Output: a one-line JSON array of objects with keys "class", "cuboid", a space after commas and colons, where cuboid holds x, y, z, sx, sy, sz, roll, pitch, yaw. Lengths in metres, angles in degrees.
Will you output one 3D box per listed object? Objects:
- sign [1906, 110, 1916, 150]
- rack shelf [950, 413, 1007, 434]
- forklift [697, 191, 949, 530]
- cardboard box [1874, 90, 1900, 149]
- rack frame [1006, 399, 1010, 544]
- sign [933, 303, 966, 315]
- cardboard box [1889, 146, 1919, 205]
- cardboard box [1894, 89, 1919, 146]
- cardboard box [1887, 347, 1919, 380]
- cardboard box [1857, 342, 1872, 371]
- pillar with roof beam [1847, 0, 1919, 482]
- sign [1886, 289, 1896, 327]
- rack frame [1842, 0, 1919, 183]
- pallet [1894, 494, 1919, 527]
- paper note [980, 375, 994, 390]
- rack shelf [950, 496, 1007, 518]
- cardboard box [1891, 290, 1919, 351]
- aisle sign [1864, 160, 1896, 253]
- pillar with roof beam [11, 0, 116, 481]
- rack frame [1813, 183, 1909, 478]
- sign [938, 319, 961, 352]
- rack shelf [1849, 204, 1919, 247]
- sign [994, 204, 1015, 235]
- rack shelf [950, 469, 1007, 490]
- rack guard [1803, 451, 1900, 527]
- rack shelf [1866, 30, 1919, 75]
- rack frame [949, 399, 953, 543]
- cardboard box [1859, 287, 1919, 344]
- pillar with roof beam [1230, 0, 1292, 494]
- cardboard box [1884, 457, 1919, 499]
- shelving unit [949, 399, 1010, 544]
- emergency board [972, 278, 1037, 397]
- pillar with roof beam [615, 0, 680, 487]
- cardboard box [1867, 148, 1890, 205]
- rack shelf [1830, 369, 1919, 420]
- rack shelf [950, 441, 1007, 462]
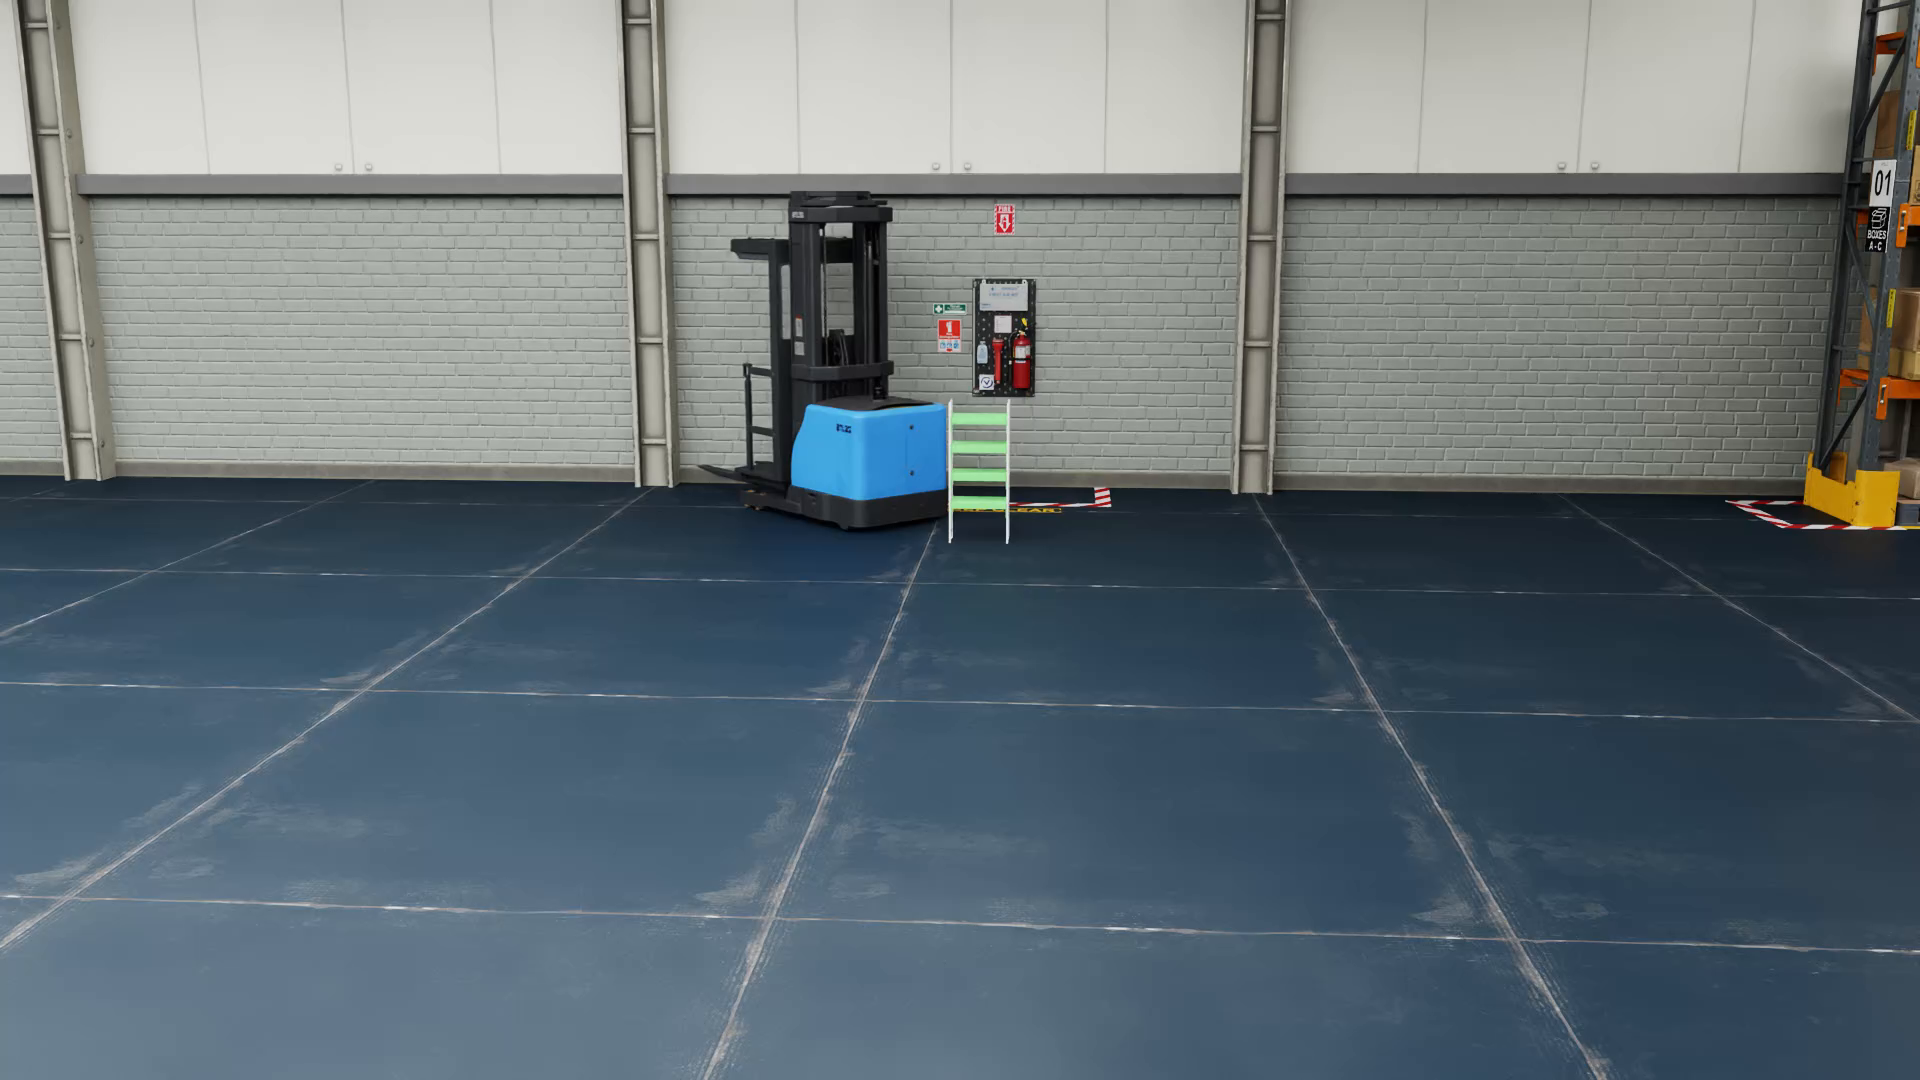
[{"class": "sign", "cuboid": [8.097, -3.489, 14.159, 0.005, 0.325, 0.100, 1, 12, 4]}, {"class": "rack shelf", "cuboid": [0.165, -0.992, 14.049, 0.480, 0.148, 0.258, 1, 12, 4]}, {"class": "forklift", "cuboid": [-1.427, -1.768, 15.560, 1.130, 2.935, 3.031, -10, 15, -38]}, {"class": "cardboard box", "cuboid": [8.581, -3.767, 14.891, 0.500, 0.500, 0.500, 1, 12, 6]}, {"class": "rack frame", "cuboid": [0.409, -0.582, 14.118, 0.015, 1.200, 0.240, 1, 12, 4]}, {"class": "sign", "cuboid": [-0.101, -2.298, 16.546, 0.331, 0.109, 0.001, 1, 12, 4]}, {"class": "cardboard box", "cuboid": [8.450, -3.175, 14.500, 0.500, 0.500, 0.500, 1, 12, 5]}, {"class": "cardboard box", "cuboid": [8.501, -3.665, 14.402, 0.500, 0.500, 0.500, 0, 12, 0]}, {"class": "cardboard box", "cuboid": [8.599, -1.568, 14.757, 0.500, 0.250, 0.500, 0, 12, 2]}, {"class": "cardboard box", "cuboid": [8.612, -1.673, 15.258, 0.500, 0.250, 0.500, 1, 12, 5]}, {"class": "pillar with roof beam", "cuboid": [8.602, -3.928, 11.066, 0.400, 9.000, 9.100, 1, 12, 4]}, {"class": "sign", "cuboid": [8.097, -2.016, 14.467, 0.005, 0.325, 0.100, 1, 12, 4]}, {"class": "rack frame", "cuboid": [8.133, -4.640, 14.471, 0.127, 3.000, 1.000, 1, 12, 4]}, {"class": "pallet", "cuboid": [9.017, -0.319, 15.279, 1.213, 0.211, 1.003, 1, 12, 4]}, {"class": "paper note", "cuboid": [0.267, -1.580, 16.645, 0.142, 0.148, 0.016, 1, 12, 4]}, {"class": "rack shelf", "cuboid": [0.165, -0.288, 14.197, 0.480, 0.148, 0.258, 1, 12, 4]}, {"class": "cardboard box", "cuboid": [8.589, -1.939, 14.698, 0.500, 0.500, 0.500, 1, 12, 4]}, {"class": "aisle sign", "cuboid": [8.041, -2.916, 14.531, 0.004, 0.787, 0.394, 1, 12, 4]}, {"class": "pillar with roof beam", "cuboid": [-9.358, -4.174, 12.243, 0.400, 9.000, 9.100, 1, 12, 4]}, {"class": "rack frame", "cuboid": [8.133, -1.704, 15.086, 0.127, 3.000, 1.000, 1, 12, 4]}, {"class": "sign", "cuboid": [-0.105, -2.040, 16.609, 0.234, 0.329, 0.001, 1, 12, 4]}, {"class": "rack shelf", "cuboid": [10.128, -2.792, 14.721, 4.000, 0.370, 1.077, 1, 12, 4]}, {"class": "sign", "cuboid": [0.438, -3.149, 16.337, 0.199, 0.298, 0.001, 1, 12, 4]}, {"class": "rack shelf", "cuboid": [0.165, -0.522, 14.147, 0.480, 0.148, 0.258, 1, 12, 4]}, {"class": "rack guard", "cuboid": [8.209, -0.479, 15.337, 0.348, 0.500, 1.175, 1, 12, 4]}, {"class": "rack shelf", "cuboid": [10.128, -4.259, 14.415, 4.000, 0.370, 1.077, 1, 12, 4]}, {"class": "rack frame", "cuboid": [-0.078, -0.588, 14.150, 0.015, 1.200, 0.240, 1, 12, 4]}, {"class": "cardboard box", "cuboid": [8.617, -2.044, 15.199, 0.500, 0.500, 0.500, 1, 12, 3]}, {"class": "pillar with roof beam", "cuboid": [2.615, -4.010, 11.459, 0.400, 9.000, 9.100, 1, 12, 4]}, {"class": "cardboard box", "cuboid": [8.817, -0.575, 15.183, 0.500, 0.311, 0.500, -1, 12, -3]}, {"class": "shelving unit", "cuboid": [0.165, -0.585, 14.134, 0.503, 1.200, 0.258, 1, 12, 4]}, {"class": "emergency board", "cuboid": [0.439, -1.994, 16.476, 0.643, 1.169, 0.194, 1, 12, 4]}, {"class": "pillar with roof beam", "cuboid": [-3.372, -4.092, 11.851, 0.400, 9.000, 9.100, 1, 12, 4]}, {"class": "cardboard box", "cuboid": [8.566, -3.276, 14.986, 0.500, 0.500, 0.500, 2, 12, 8]}, {"class": "rack shelf", "cuboid": [10.128, -1.324, 15.029, 4.000, 0.370, 1.077, 1, 12, 4]}, {"class": "rack shelf", "cuboid": [0.165, -0.757, 14.098, 0.480, 0.148, 0.258, 1, 12, 4]}]
